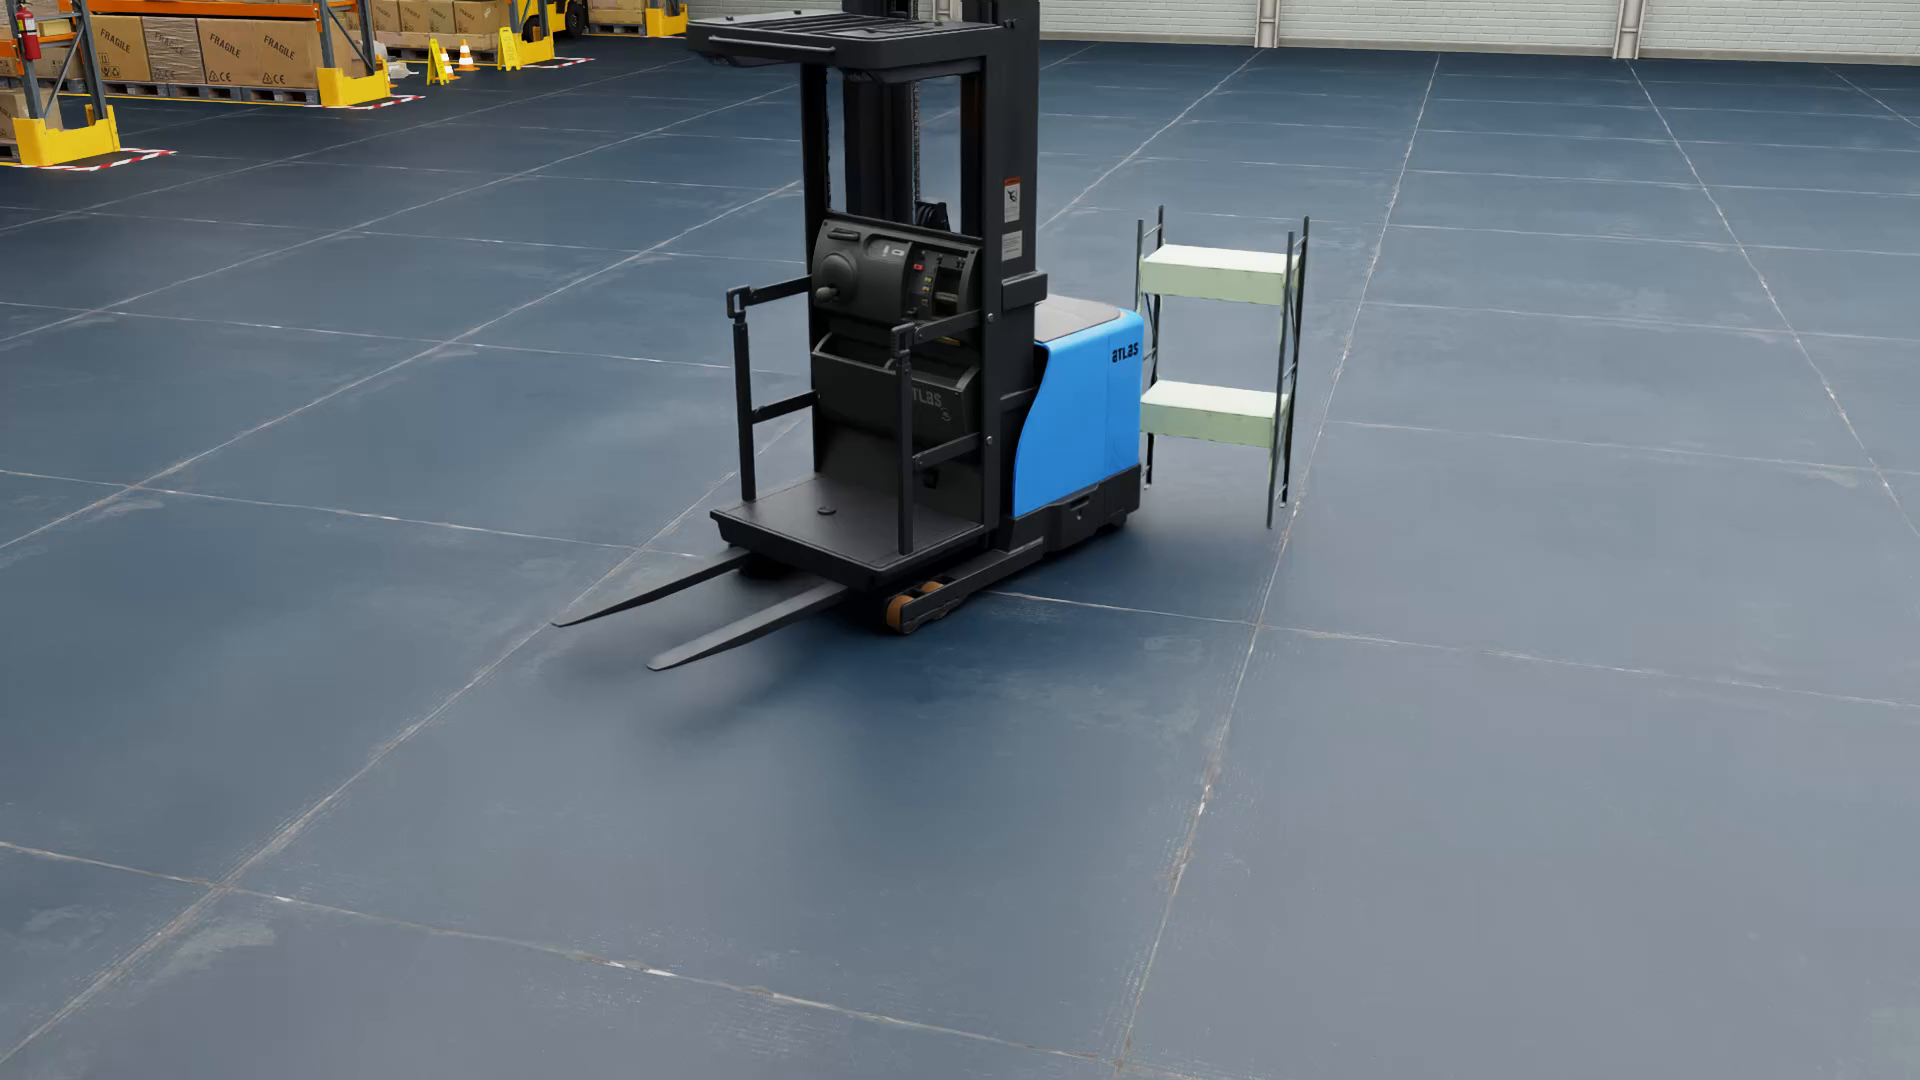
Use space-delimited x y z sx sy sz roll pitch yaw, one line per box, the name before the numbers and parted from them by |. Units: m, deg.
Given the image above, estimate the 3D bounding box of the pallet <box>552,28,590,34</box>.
pallet | -7.528 -10.003 32.317 1.213 0.211 1.003 7 23 15

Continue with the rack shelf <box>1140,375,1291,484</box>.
rack shelf | 1.285 -0.572 8.486 0.720 0.370 0.431 9 24 21

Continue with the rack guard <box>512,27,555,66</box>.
rack guard | -7.123 -8.138 27.390 0.348 0.500 1.175 7 23 16

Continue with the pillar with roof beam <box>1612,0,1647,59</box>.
pillar with roof beam | 9.963 -10.732 22.515 0.400 9.000 9.100 7 23 16

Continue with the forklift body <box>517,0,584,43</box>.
forklift body | -7.962 -10.242 30.345 1.214 2.155 2.313 7 23 16

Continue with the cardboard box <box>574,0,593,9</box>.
cardboard box | -7.153 -10.291 31.756 0.500 0.250 0.500 6 23 14

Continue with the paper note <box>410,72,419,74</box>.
paper note | -8.530 -7.293 25.948 0.142 0.019 0.148 -1 22 -3

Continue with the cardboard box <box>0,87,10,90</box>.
cardboard box | -11.088 -4.851 18.823 0.500 0.500 0.500 13 26 29

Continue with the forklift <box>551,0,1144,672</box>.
forklift | -0.433 -1.165 7.187 1.130 2.935 3.031 18 28 37

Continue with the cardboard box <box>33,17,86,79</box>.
cardboard box | -12.833 -7.104 23.986 0.750 0.750 1.050 6 23 15

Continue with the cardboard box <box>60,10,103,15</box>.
cardboard box | -15.346 -9.480 29.615 0.875 0.875 0.875 6 23 15

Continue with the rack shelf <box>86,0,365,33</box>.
rack shelf | -10.298 -7.363 23.155 4.000 0.370 1.077 7 23 16

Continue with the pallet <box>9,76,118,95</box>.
pallet | -12.973 -6.682 24.221 1.213 0.211 1.003 7 23 16

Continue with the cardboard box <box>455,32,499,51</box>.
cardboard box | -7.925 -8.202 27.322 0.500 0.250 0.500 6 23 15

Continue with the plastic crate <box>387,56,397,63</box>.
plastic crate | -9.613 -7.904 27.372 0.583 0.080 0.402 -1 22 -3

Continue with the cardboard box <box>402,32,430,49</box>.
cardboard box | -8.898 -8.314 27.595 0.500 0.250 0.500 6 23 14

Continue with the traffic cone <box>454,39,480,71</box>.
traffic cone | -7.834 -7.691 26.349 0.334 0.463 0.336 7 23 16

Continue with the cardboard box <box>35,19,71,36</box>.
cardboard box | -10.116 -5.687 18.452 0.250 0.149 0.380 7 23 16

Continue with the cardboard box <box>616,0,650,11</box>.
cardboard box | -6.176 -10.183 31.493 0.500 0.250 0.500 6 23 15

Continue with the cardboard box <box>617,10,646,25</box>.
cardboard box | -6.161 -9.949 31.581 0.500 0.250 0.500 7 23 16

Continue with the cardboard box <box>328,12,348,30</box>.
cardboard box | -10.393 -8.831 27.867 0.500 0.500 0.500 8 24 18

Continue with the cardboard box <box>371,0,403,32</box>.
cardboard box | -9.381 -8.719 27.595 0.500 0.500 0.500 8 24 18

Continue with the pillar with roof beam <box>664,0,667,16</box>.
pillar with roof beam | -7.269 -12.705 27.326 0.400 9.000 9.100 7 23 16

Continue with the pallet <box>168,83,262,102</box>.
pallet | -10.335 -6.380 23.485 1.213 0.211 1.003 7 23 15

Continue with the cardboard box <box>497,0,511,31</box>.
cardboard box | -7.765 -8.747 27.661 0.500 0.500 0.500 6 23 14

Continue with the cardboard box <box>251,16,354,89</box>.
cardboard box | -9.051 -6.738 22.930 0.875 0.875 0.875 7 23 16

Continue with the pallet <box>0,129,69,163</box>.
pallet | -10.753 -4.506 18.915 1.213 0.211 1.003 7 23 16

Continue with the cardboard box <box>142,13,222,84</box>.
cardboard box | -10.767 -6.935 23.409 0.875 0.875 0.875 7 23 16

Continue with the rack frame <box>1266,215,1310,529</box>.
rack frame | 1.623 -0.821 8.234 0.023 1.500 0.400 9 24 21

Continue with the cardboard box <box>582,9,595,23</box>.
cardboard box | -7.110 -10.065 31.864 0.500 0.250 0.500 7 23 16

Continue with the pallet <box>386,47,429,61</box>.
pallet | -9.054 -8.241 28.021 1.213 0.211 1.003 7 23 16

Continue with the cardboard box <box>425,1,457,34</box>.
cardboard box | -8.393 -8.604 27.315 0.500 0.500 0.500 7 23 17

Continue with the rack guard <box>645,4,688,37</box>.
rack guard | -5.597 -9.931 31.761 0.348 0.500 1.175 7 23 16

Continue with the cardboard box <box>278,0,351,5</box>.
cardboard box | -8.751 -7.570 22.514 0.550 0.550 0.875 7 23 16

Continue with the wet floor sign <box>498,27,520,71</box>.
wet floor sign | -7.177 -7.787 26.344 0.232 0.644 0.267 16 27 34

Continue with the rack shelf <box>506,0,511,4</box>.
rack shelf | -8.965 -9.173 27.566 4.000 0.370 1.077 7 23 16

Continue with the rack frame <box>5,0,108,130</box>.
rack frame | -9.913 -5.686 18.117 0.127 3.000 1.000 7 23 16

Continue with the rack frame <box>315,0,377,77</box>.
rack frame | -8.383 -7.477 22.484 0.127 3.000 1.000 7 23 16

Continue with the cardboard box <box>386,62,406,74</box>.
cardboard box | -8.888 -7.377 25.997 0.380 0.149 0.250 -20 29 -39

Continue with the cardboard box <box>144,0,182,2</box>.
cardboard box | -10.840 -7.794 23.061 0.550 0.550 0.875 7 23 16

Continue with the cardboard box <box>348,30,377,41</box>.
cardboard box | -9.878 -8.430 27.877 0.500 0.250 0.500 8 24 19

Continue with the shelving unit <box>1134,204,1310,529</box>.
shelving unit | 1.285 -0.873 8.362 0.755 1.500 0.431 9 24 21

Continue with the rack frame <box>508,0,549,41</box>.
rack frame | -7.050 -9.286 26.895 0.127 3.000 1.000 7 23 16

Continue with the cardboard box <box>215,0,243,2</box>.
cardboard box | -9.784 -7.730 22.903 0.550 0.550 0.875 7 23 16

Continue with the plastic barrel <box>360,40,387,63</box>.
plastic barrel | -9.465 -7.771 26.595 0.512 0.421 0.421 -14 26 -30
